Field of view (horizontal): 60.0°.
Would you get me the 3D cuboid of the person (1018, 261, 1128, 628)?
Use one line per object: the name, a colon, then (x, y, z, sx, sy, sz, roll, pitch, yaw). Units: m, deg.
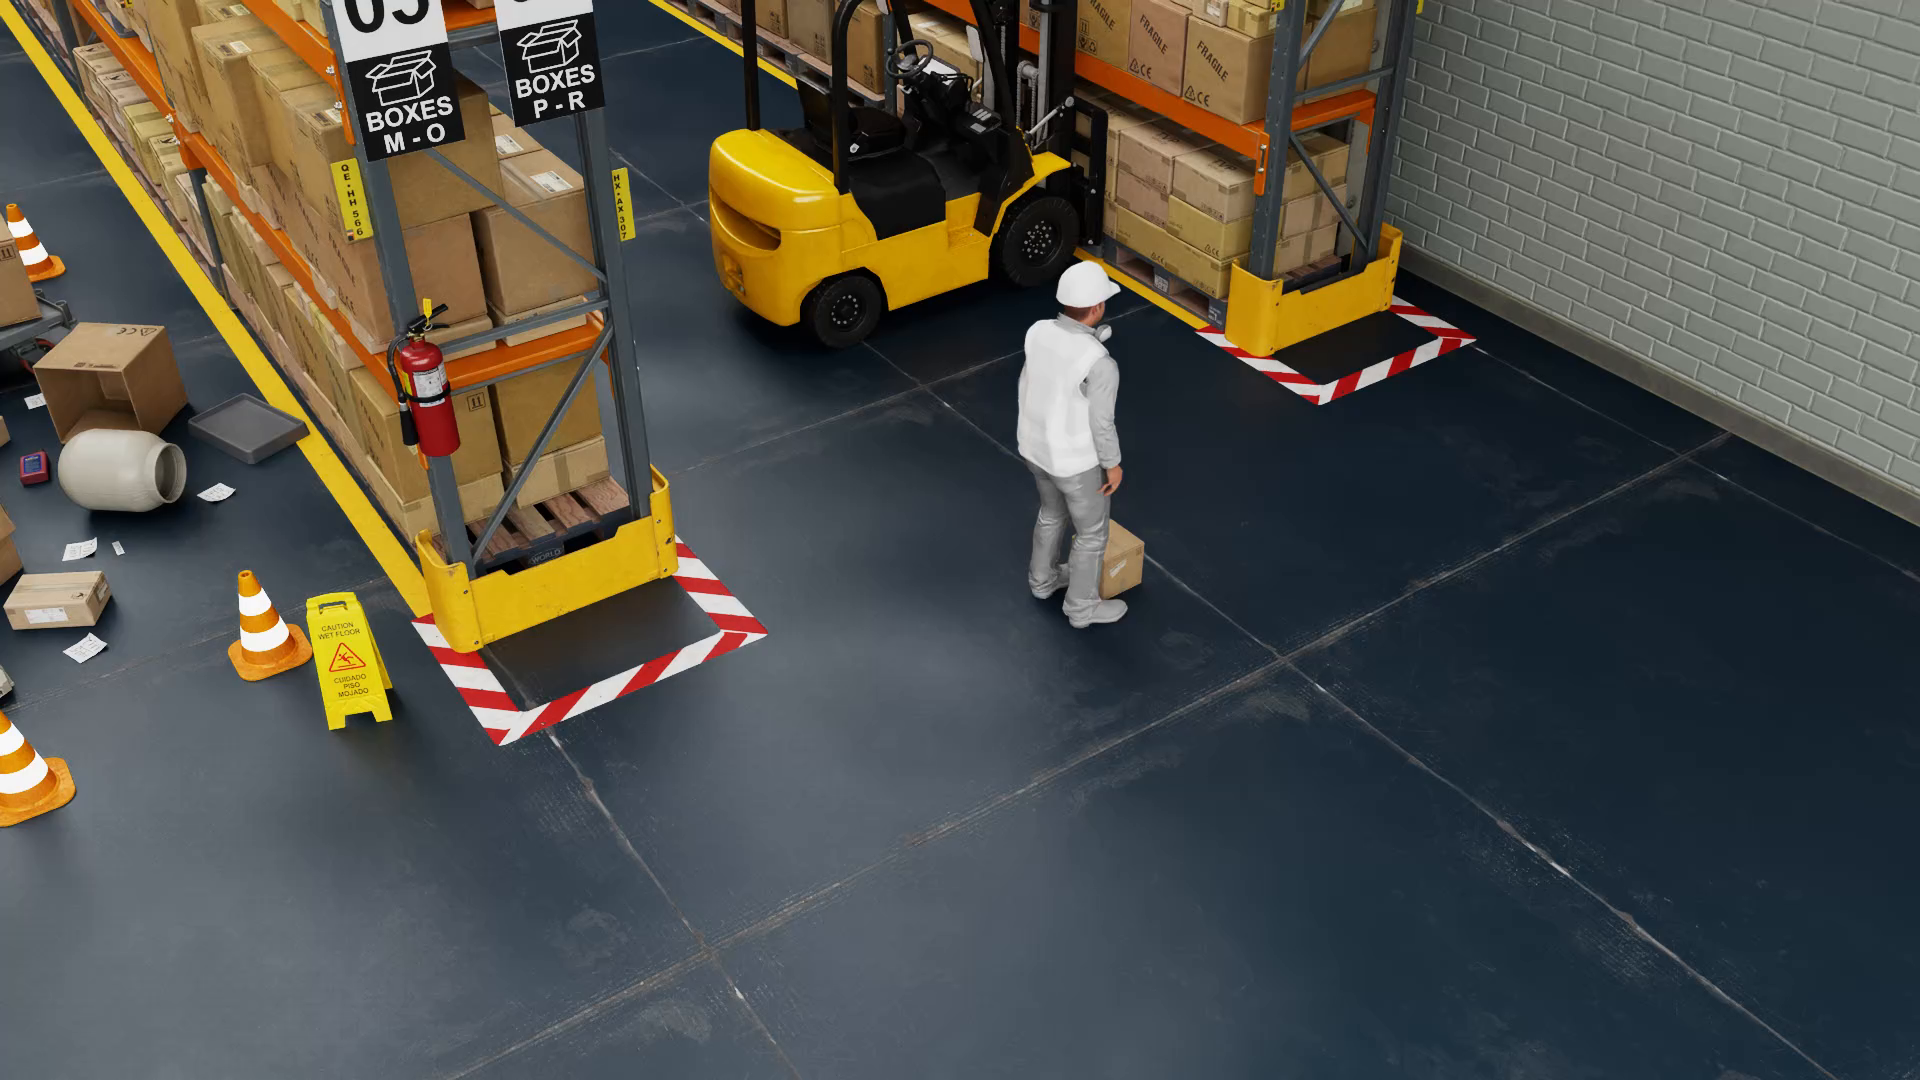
person: (0.506, -0.431, 7.569, 0.458, 1.773, 0.594, -25, 43, -30)
